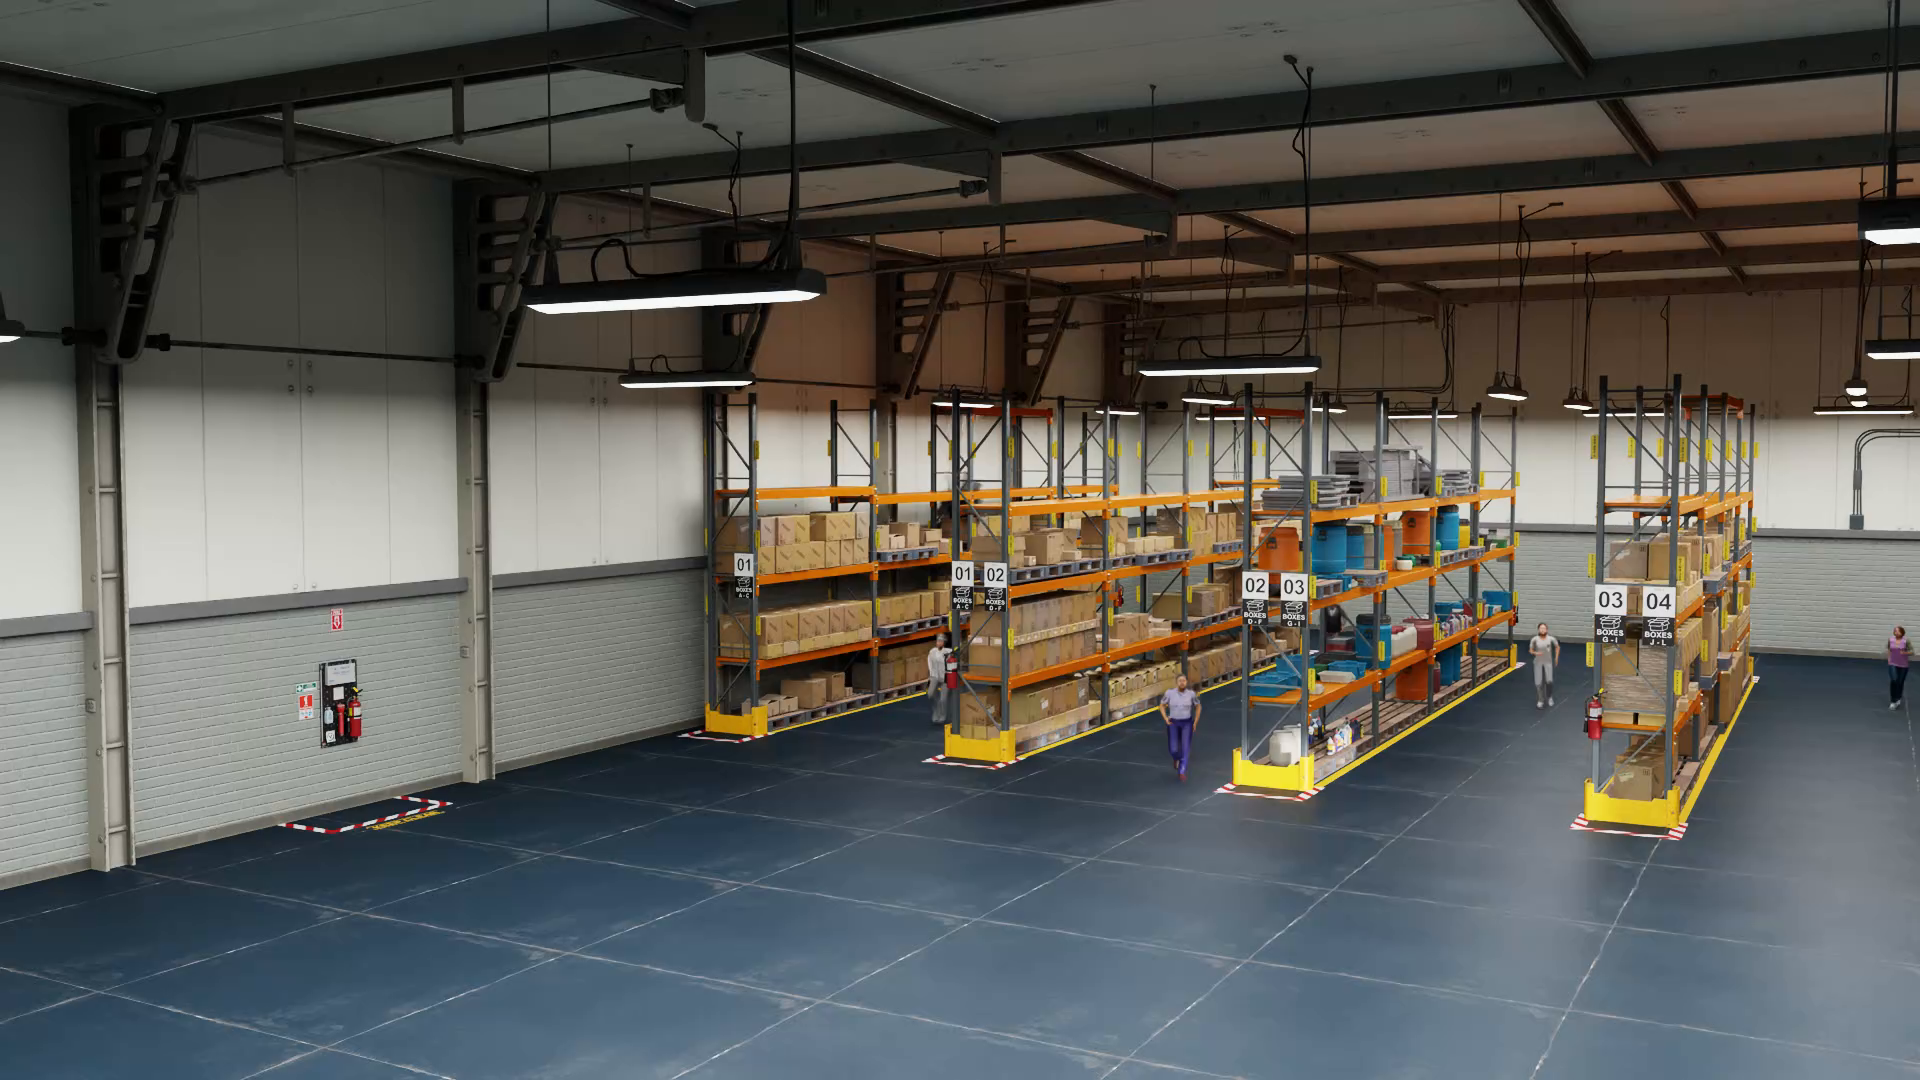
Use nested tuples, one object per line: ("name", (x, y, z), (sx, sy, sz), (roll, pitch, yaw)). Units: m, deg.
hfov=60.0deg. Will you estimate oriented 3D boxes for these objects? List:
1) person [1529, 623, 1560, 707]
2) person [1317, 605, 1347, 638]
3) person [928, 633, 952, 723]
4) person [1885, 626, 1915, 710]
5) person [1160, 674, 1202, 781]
("person", (11.325, 2.430, 32.236), (0.567, 1.648, 0.619), (1, 3, 18))
("person", (8.477, 2.118, 37.887), (0.663, 1.706, 0.848), (1, 3, 17))
("person", (-0.350, 2.517, 30.352), (0.607, 1.649, 0.664), (1, 3, 15))
("person", (18.183, 2.487, 32.184), (0.508, 1.626, 0.719), (2, 4, 32))
("person", (3.360, 2.846, 25.350), (0.638, 1.627, 0.532), (1, 3, 10))
